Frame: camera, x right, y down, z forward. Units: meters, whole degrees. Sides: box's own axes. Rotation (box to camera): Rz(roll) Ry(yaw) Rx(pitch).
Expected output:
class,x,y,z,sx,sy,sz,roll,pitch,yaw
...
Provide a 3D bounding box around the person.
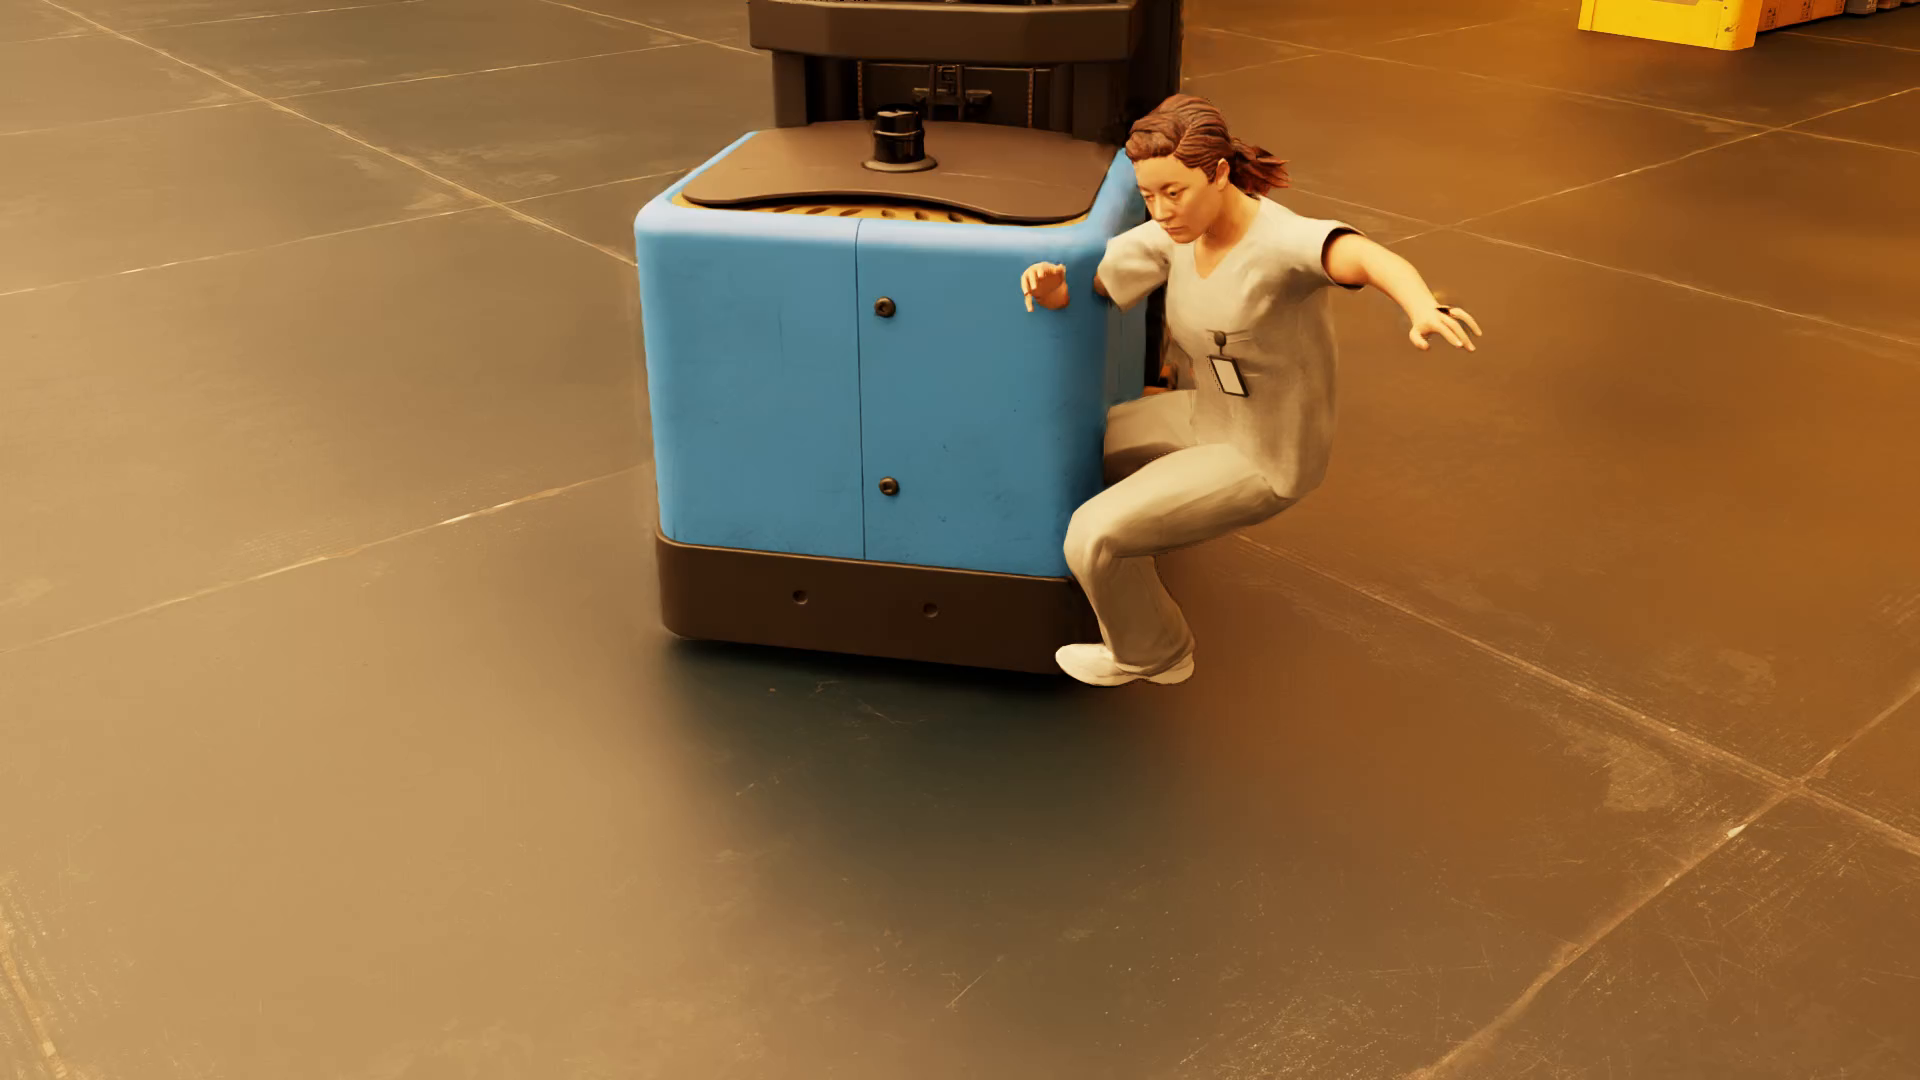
class,x,y,z,sx,sy,sz,roll,pitch,yaw
person,0.447,-0.163,3.336,0.700,1.353,1.455,-12,29,-22

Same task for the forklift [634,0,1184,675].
class,x,y,z,sx,sy,sz,roll,pitch,yaw
forklift,0.085,-1.643,4.514,1.130,2.935,3.031,5,27,10
